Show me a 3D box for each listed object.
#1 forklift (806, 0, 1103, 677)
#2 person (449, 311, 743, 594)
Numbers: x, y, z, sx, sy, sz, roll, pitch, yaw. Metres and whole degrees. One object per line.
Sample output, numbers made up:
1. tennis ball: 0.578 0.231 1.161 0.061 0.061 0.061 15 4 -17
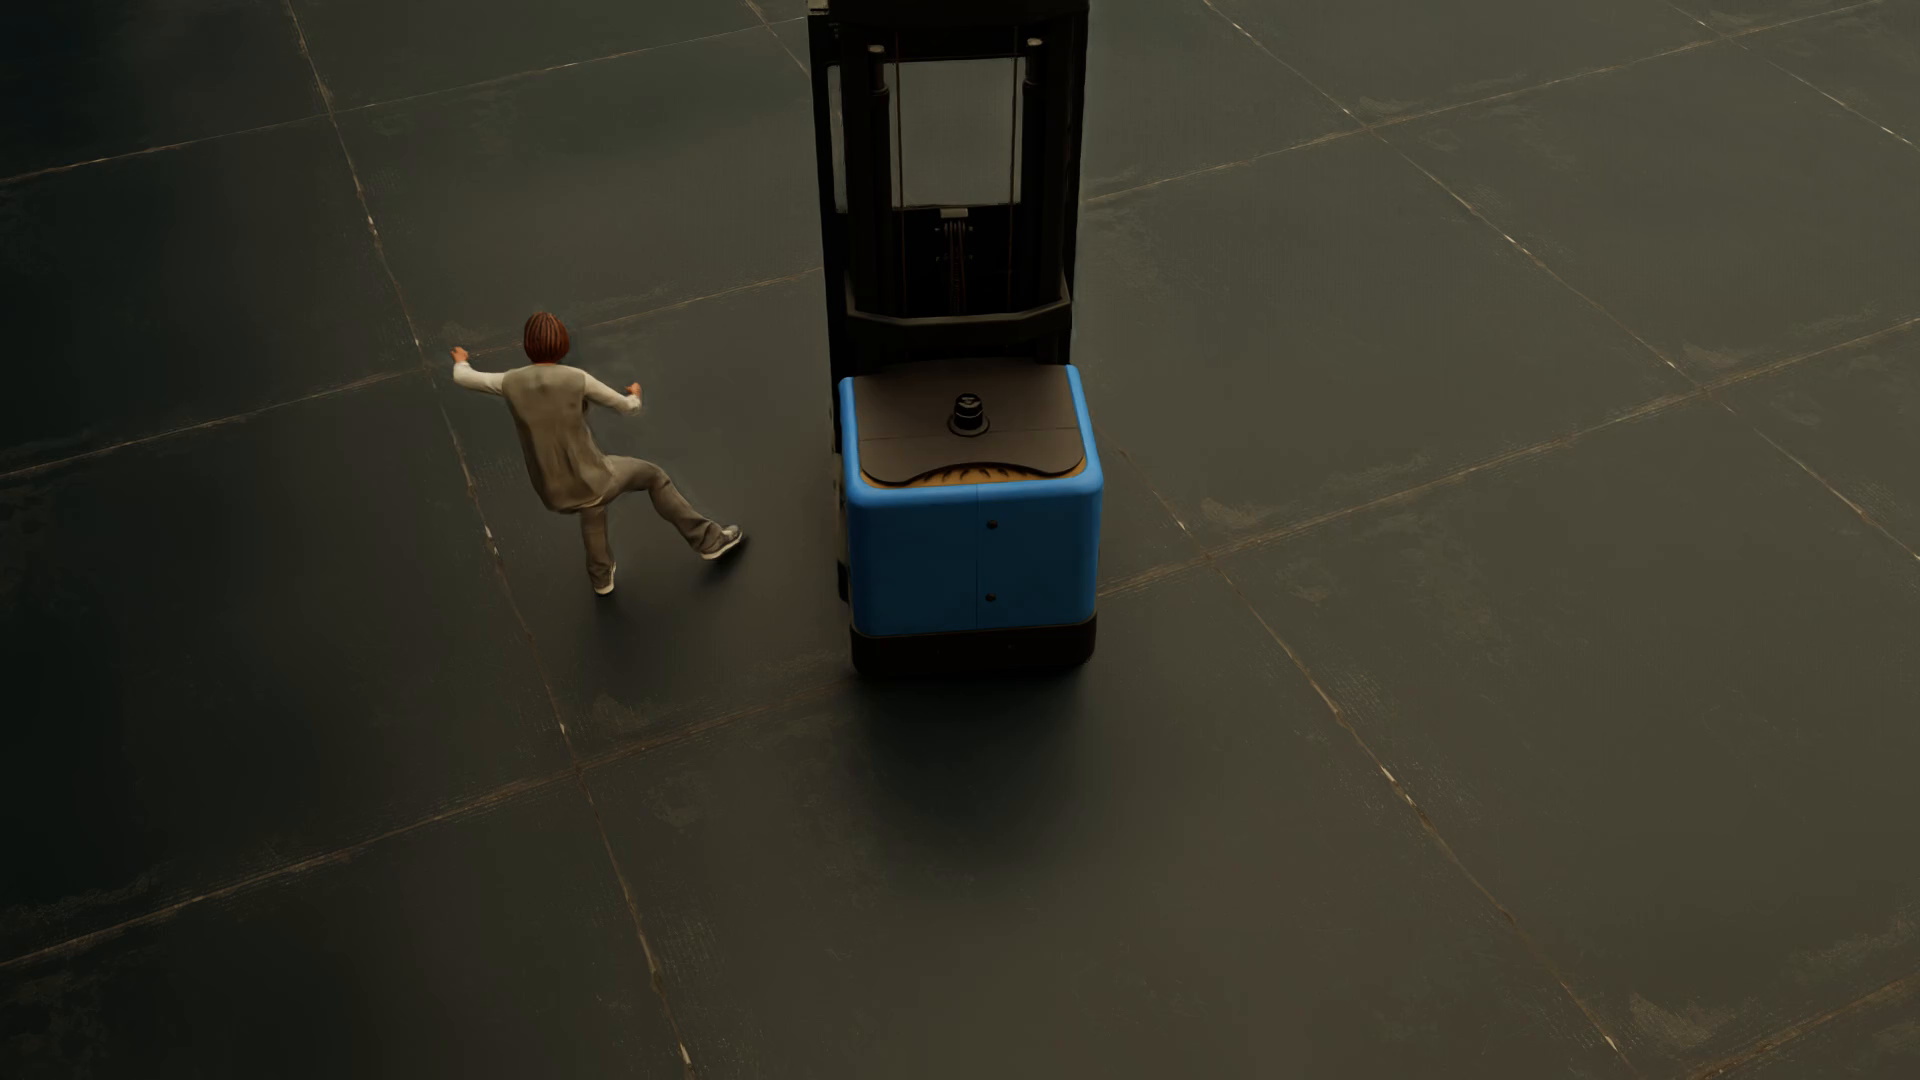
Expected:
1. forklift: -0.070 -1.489 7.276 1.130 2.935 3.031 -4 43 -4
2. person: -1.615 -0.426 7.311 1.208 1.361 0.766 -4 43 -4
